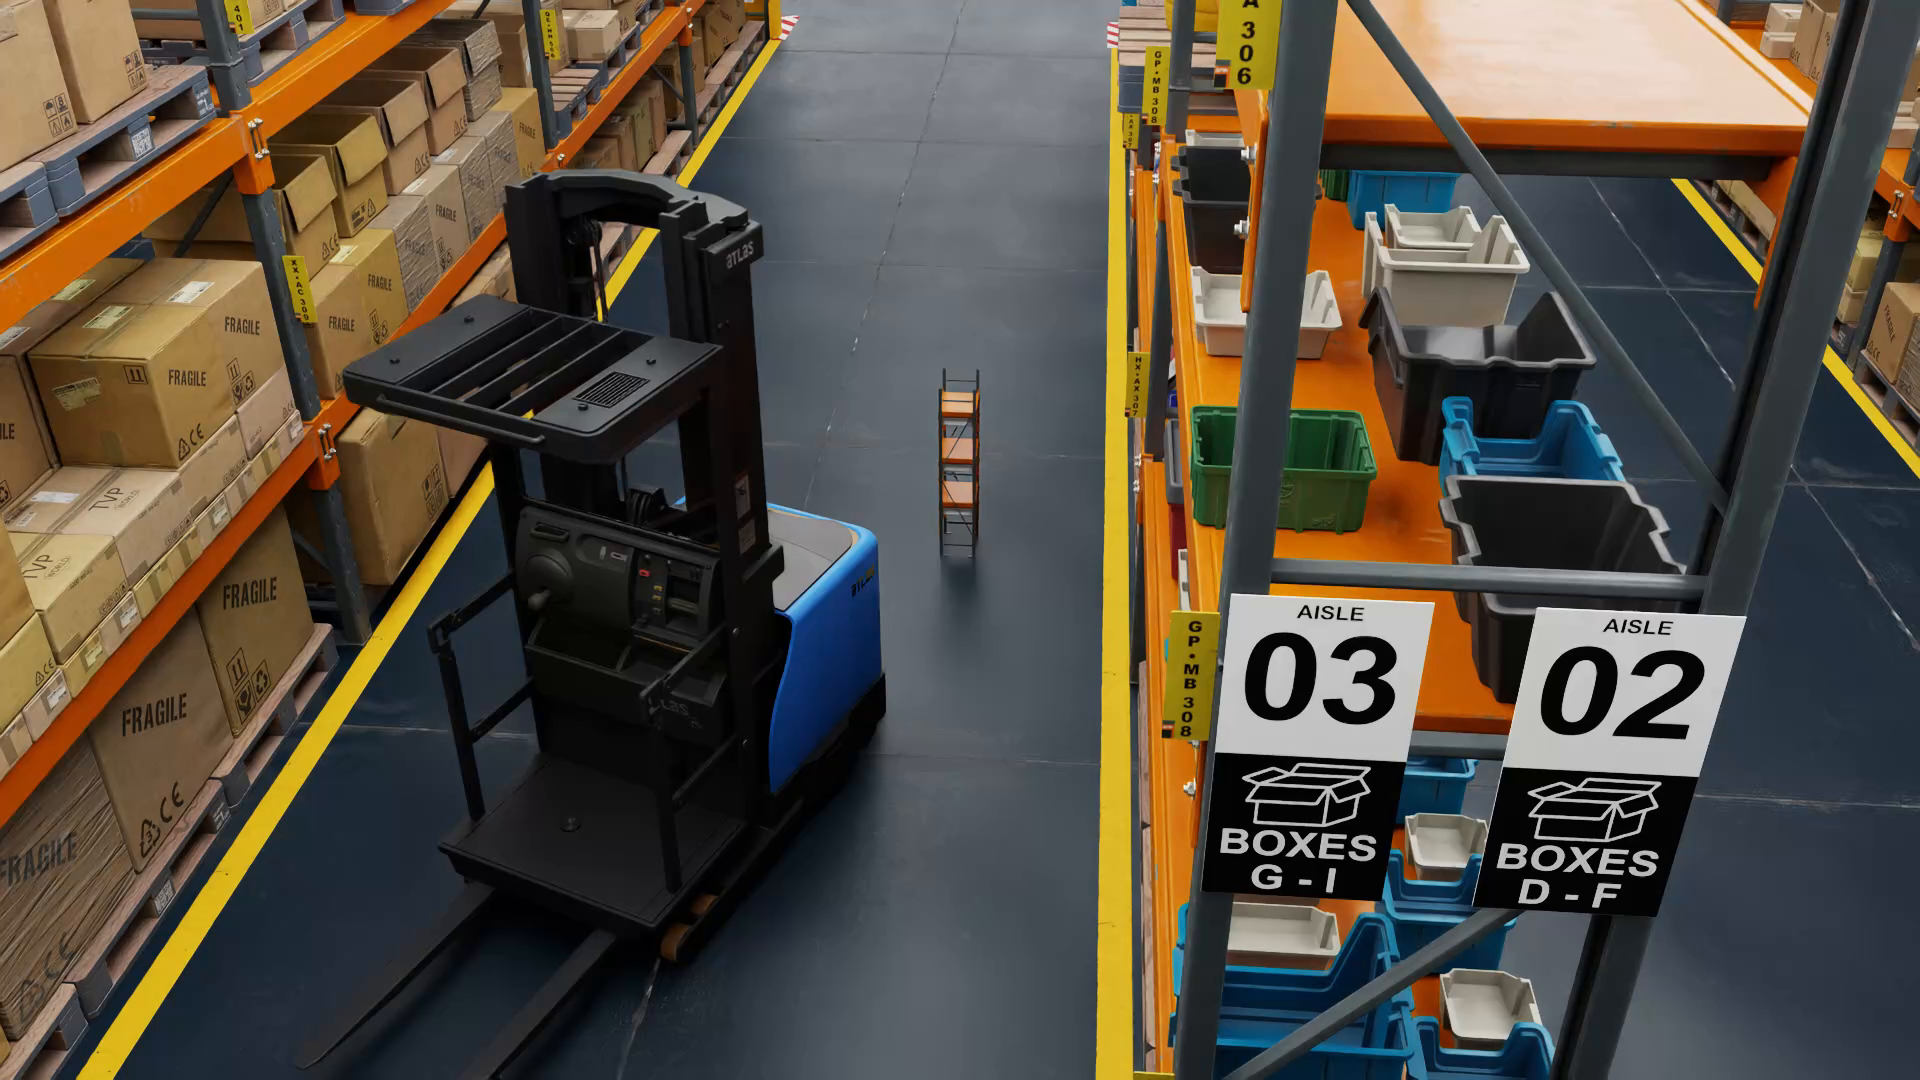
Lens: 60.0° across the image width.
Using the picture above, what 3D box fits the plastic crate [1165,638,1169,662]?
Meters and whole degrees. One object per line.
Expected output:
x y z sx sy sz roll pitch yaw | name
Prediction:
0.939 0.493 5.974 0.416 0.233 0.300 2 32 4 | plastic crate

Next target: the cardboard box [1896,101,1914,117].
6.663 -3.000 11.779 0.380 0.149 0.250 5 32 8 | cardboard box

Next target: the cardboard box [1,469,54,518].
-3.965 -0.068 6.642 0.500 0.250 0.500 3 32 5 | cardboard box

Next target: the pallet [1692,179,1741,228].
6.920 -2.955 14.124 1.003 0.211 1.213 2 32 4 | pallet

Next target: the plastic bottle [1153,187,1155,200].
1.276 -2.244 10.501 0.097 0.201 0.097 0 32 0 | plastic bottle

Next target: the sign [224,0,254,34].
-3.030 -2.279 6.942 0.100 0.325 0.005 2 32 4 | sign

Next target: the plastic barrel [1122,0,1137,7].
1.671 -4.767 13.929 0.600 0.901 0.708 2 32 4 | plastic barrel

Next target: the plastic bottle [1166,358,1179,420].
1.063 -0.727 7.969 0.152 0.276 0.135 2 32 4 | plastic bottle

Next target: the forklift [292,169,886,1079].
-1.459 0.205 6.405 1.130 2.935 3.031 14 34 22 | forklift

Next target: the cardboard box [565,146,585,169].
-3.200 -2.935 12.681 0.500 0.250 0.500 6 32 10 | cardboard box

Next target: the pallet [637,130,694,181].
-2.994 -3.360 14.781 1.003 0.211 1.213 2 32 4 | pallet

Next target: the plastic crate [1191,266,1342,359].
0.948 -0.724 5.238 0.437 0.136 0.530 2 32 4 | plastic crate

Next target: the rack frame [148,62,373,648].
-3.584 -0.771 7.922 1.000 3.000 0.127 2 32 4 | rack frame

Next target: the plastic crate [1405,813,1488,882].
1.539 0.985 5.267 0.250 0.136 0.298 2 32 4 | plastic crate

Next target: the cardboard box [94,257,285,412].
-3.355 -0.901 7.278 0.500 0.500 0.500 3 32 5 | cardboard box

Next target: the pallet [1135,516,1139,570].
1.457 0.226 8.963 1.003 0.211 1.213 2 32 4 | pallet

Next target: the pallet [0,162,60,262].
-3.763 -0.947 5.433 1.003 0.211 1.213 2 32 4 | pallet

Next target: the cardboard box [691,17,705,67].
-2.849 -4.904 16.611 0.500 0.500 0.500 0 32 0 | cardboard box

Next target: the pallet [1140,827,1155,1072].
1.235 1.653 6.646 1.003 0.211 1.213 2 32 4 | pallet

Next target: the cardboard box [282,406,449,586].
-3.551 -0.381 8.914 1.225 0.875 0.875 3 32 4 | cardboard box

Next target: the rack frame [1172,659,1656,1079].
1.027 1.532 4.185 1.000 3.000 0.127 2 32 4 | rack frame

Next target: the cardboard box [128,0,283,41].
-3.546 -2.573 7.492 0.700 0.500 0.500 3 32 5 | cardboard box

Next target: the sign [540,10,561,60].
-2.705 -3.334 10.977 0.100 0.325 0.005 2 32 4 | sign

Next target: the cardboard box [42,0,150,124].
-3.587 -1.900 6.305 0.700 0.500 0.500 1 32 1 | cardboard box

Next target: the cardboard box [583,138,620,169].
-3.152 -2.924 13.380 0.700 0.500 0.500 5 32 8 | cardboard box

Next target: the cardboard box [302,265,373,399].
-3.297 -1.044 8.269 0.500 0.500 0.500 3 32 4 | cardboard box

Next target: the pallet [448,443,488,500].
-3.499 -0.630 10.352 1.003 0.211 1.213 2 32 4 | pallet

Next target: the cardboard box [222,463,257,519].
-3.324 -0.222 7.271 0.380 0.149 0.250 2 32 3 | cardboard box

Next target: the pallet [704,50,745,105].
-2.816 -4.760 17.052 1.003 0.211 1.213 2 32 4 | pallet

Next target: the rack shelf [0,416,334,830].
-3.746 0.581 6.414 1.077 0.370 4.000 2 32 4 | rack shelf

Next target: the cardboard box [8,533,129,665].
-3.484 0.210 6.189 0.500 0.250 0.500 2 32 3 | cardboard box

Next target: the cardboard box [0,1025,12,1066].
-3.937 1.708 5.524 0.875 0.875 0.875 2 32 4 | cardboard box

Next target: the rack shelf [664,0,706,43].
-2.769 -5.694 16.596 1.077 0.370 4.000 2 32 4 | rack shelf

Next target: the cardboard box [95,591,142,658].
-3.408 0.314 6.401 0.380 0.149 0.250 3 32 5 | cardboard box

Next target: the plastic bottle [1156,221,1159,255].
1.182 -1.787 9.682 0.061 0.283 0.133 2 32 4 | plastic bottle

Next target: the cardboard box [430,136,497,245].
-3.137 -2.105 9.991 0.500 0.500 0.500 1 32 2 | cardboard box

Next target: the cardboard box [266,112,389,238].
-3.472 -1.933 8.757 0.797 0.503 0.637 3 32 5 | cardboard box

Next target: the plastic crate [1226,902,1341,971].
0.913 1.185 4.943 0.396 0.136 0.243 2 32 4 | plastic crate

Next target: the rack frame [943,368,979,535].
0.006 -0.483 9.313 0.200 1.050 0.008 2 32 4 | rack frame

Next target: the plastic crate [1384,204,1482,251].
1.629 -1.043 5.756 0.293 0.136 0.466 2 32 4 | plastic crate

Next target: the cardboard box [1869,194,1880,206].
6.492 -2.505 12.422 0.500 0.311 0.500 2 32 4 | cardboard box

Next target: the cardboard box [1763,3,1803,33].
6.944 -4.206 13.639 0.500 0.250 0.500 4 32 7 | cardboard box

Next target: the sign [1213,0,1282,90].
0.478 -0.900 2.720 0.100 0.325 0.005 2 32 4 | sign

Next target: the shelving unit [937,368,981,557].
-0.004 -0.419 9.209 0.215 1.050 0.252 2 32 4 | shelving unit

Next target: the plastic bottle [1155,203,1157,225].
1.236 -1.983 10.078 0.097 0.201 0.097 0 32 0 | plastic bottle

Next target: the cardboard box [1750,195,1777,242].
6.536 -2.533 13.002 0.500 0.250 0.500 3 32 5 | cardboard box

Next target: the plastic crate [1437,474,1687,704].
1.336 0.121 3.740 0.497 0.269 0.590 2 32 4 | plastic crate

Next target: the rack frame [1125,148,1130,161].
2.004 -4.743 14.367 1.000 3.000 0.127 2 32 4 | rack frame

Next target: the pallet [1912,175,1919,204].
6.630 -1.999 10.097 1.213 0.211 1.003 2 32 4 | pallet

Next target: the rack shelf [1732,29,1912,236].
6.778 -3.177 12.512 1.077 0.370 4.000 2 32 4 | rack shelf

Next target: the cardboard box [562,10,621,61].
-2.892 -3.844 12.652 0.500 0.250 0.500 2 32 3 | cardboard box

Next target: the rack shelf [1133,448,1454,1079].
1.190 0.792 6.071 1.077 0.370 4.000 2 32 4 | rack shelf

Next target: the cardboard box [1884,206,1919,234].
6.985 -2.221 11.961 0.500 0.311 0.500 2 32 3 | cardboard box

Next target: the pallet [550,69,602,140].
-3.306 -3.158 11.979 1.213 0.211 1.003 2 32 4 | pallet
